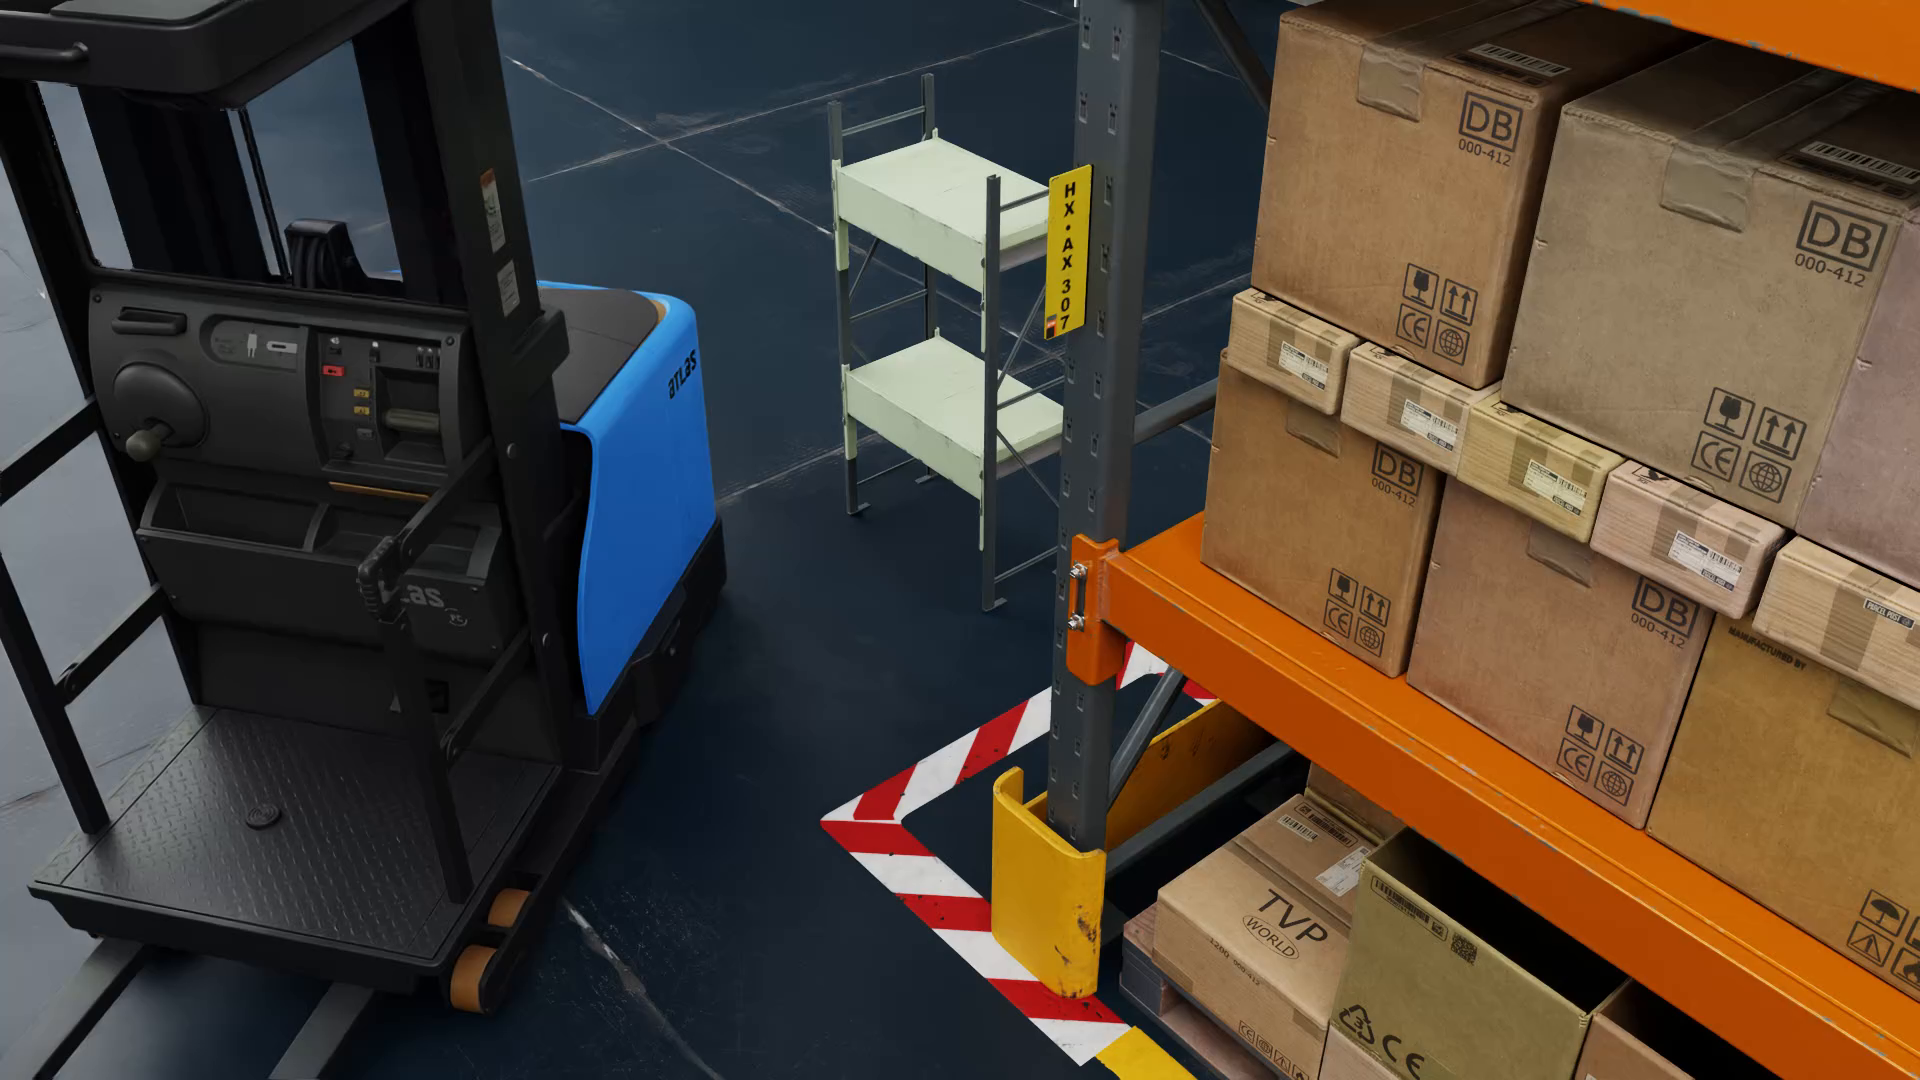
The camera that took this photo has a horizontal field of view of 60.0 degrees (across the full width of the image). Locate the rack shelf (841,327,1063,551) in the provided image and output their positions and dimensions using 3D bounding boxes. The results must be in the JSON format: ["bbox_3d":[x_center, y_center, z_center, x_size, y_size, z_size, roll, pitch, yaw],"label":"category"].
[{"bbox_3d":[-0.004,-0.349,5.509,0.431,0.370,0.720,-26,43,-32],"label":"rack shelf"}]

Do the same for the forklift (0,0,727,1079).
[{"bbox_3d":[-1.600,-0.275,3.603,1.130,2.935,3.031,8,36,11],"label":"forklift"}]

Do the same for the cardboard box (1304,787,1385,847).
[{"bbox_3d":[1.199,0.729,4.142,0.500,0.250,0.500,-26,43,-32],"label":"cardboard box"}]

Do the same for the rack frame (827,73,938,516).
[{"bbox_3d":[-0.241,-0.777,5.549,0.400,1.500,0.023,-26,43,-32],"label":"rack frame"}]

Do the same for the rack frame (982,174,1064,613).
[{"bbox_3d":[0.232,-0.453,5.093,0.400,1.500,0.023,-26,43,-32],"label":"rack frame"}]

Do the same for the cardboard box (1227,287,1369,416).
[{"bbox_3d":[0.716,-0.401,3.073,0.380,0.149,0.250,-26,43,-32],"label":"cardboard box"}]

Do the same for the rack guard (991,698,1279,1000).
[{"bbox_3d":[0.612,0.661,4.384,1.175,0.500,0.348,-26,43,-32],"label":"rack guard"}]

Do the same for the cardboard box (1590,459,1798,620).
[{"bbox_3d":[1.209,-0.062,2.595,0.380,0.149,0.250,-27,43,-32],"label":"cardboard box"}]

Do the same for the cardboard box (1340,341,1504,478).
[{"bbox_3d":[0.888,-0.285,2.910,0.380,0.149,0.250,-27,43,-33],"label":"cardboard box"}]

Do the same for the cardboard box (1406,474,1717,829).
[{"bbox_3d":[1.261,0.051,2.996,0.700,0.500,0.500,-25,42,-31],"label":"cardboard box"}]

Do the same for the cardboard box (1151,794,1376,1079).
[{"bbox_3d":[0.803,0.922,3.869,0.500,0.250,0.500,-26,43,-32],"label":"cardboard box"}]

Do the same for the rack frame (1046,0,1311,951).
[{"bbox_3d":[0.627,-0.349,3.647,1.000,3.000,0.127,-26,43,-32],"label":"rack frame"}]

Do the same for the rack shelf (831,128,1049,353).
[{"bbox_3d":[-0.004,-0.933,5.095,0.431,0.370,0.720,-26,43,-32],"label":"rack shelf"}]

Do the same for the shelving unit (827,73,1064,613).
[{"bbox_3d":[-0.004,-0.615,5.321,0.431,1.500,0.755,-26,43,-32],"label":"shelving unit"}]

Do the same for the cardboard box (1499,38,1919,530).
[{"bbox_3d":[1.296,-0.455,2.587,0.700,0.500,0.500,-27,43,-33],"label":"cardboard box"}]

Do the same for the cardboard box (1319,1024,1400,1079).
[{"bbox_3d":[1.129,1.141,3.559,0.500,0.250,0.500,-26,43,-32],"label":"cardboard box"}]

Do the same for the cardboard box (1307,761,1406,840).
[{"bbox_3d":[1.201,0.422,3.926,0.500,0.500,0.500,-26,43,-32],"label":"cardboard box"}]

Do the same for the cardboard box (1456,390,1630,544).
[{"bbox_3d":[1.048,-0.174,2.753,0.380,0.149,0.250,-26,43,-32],"label":"cardboard box"}]

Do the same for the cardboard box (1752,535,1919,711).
[{"bbox_3d":[1.383,0.054,2.430,0.380,0.149,0.250,-28,44,-33],"label":"cardboard box"}]

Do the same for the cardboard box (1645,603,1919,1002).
[{"bbox_3d":[1.577,0.273,2.683,0.700,0.500,0.500,-26,43,-31],"label":"cardboard box"}]

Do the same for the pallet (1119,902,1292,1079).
[{"bbox_3d":[1.153,1.111,3.998,1.003,0.211,1.213,-26,43,-32],"label":"pallet"}]

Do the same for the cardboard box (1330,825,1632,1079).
[{"bbox_3d":[1.127,0.836,3.342,0.500,0.500,0.500,-26,43,-32],"label":"cardboard box"}]

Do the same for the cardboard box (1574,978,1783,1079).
[{"bbox_3d":[1.460,1.052,3.037,0.500,0.500,0.500,-26,43,-32],"label":"cardboard box"}]

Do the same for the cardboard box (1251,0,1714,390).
[{"bbox_3d":[0.953,-0.685,2.912,0.700,0.500,0.500,-26,43,-32],"label":"cardboard box"}]

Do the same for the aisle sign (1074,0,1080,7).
[{"bbox_3d":[0.351,-1.324,2.775,0.394,0.787,0.004,-26,43,-32],"label":"aisle sign"}]

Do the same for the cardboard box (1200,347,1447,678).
[{"bbox_3d":[0.919,-0.179,3.320,0.700,0.500,0.500,-26,43,-32],"label":"cardboard box"}]

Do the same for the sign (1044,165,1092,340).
[{"bbox_3d":[0.199,-0.530,3.085,0.100,0.325,0.005,-26,43,-32],"label":"sign"}]

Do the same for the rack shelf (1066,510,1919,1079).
[{"bbox_3d":[1.918,0.828,2.608,1.077,0.370,4.000,-26,43,-32],"label":"rack shelf"}]

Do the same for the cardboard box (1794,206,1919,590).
[{"bbox_3d":[1.622,-0.232,2.274,0.700,0.500,0.500,-26,43,-32],"label":"cardboard box"}]
